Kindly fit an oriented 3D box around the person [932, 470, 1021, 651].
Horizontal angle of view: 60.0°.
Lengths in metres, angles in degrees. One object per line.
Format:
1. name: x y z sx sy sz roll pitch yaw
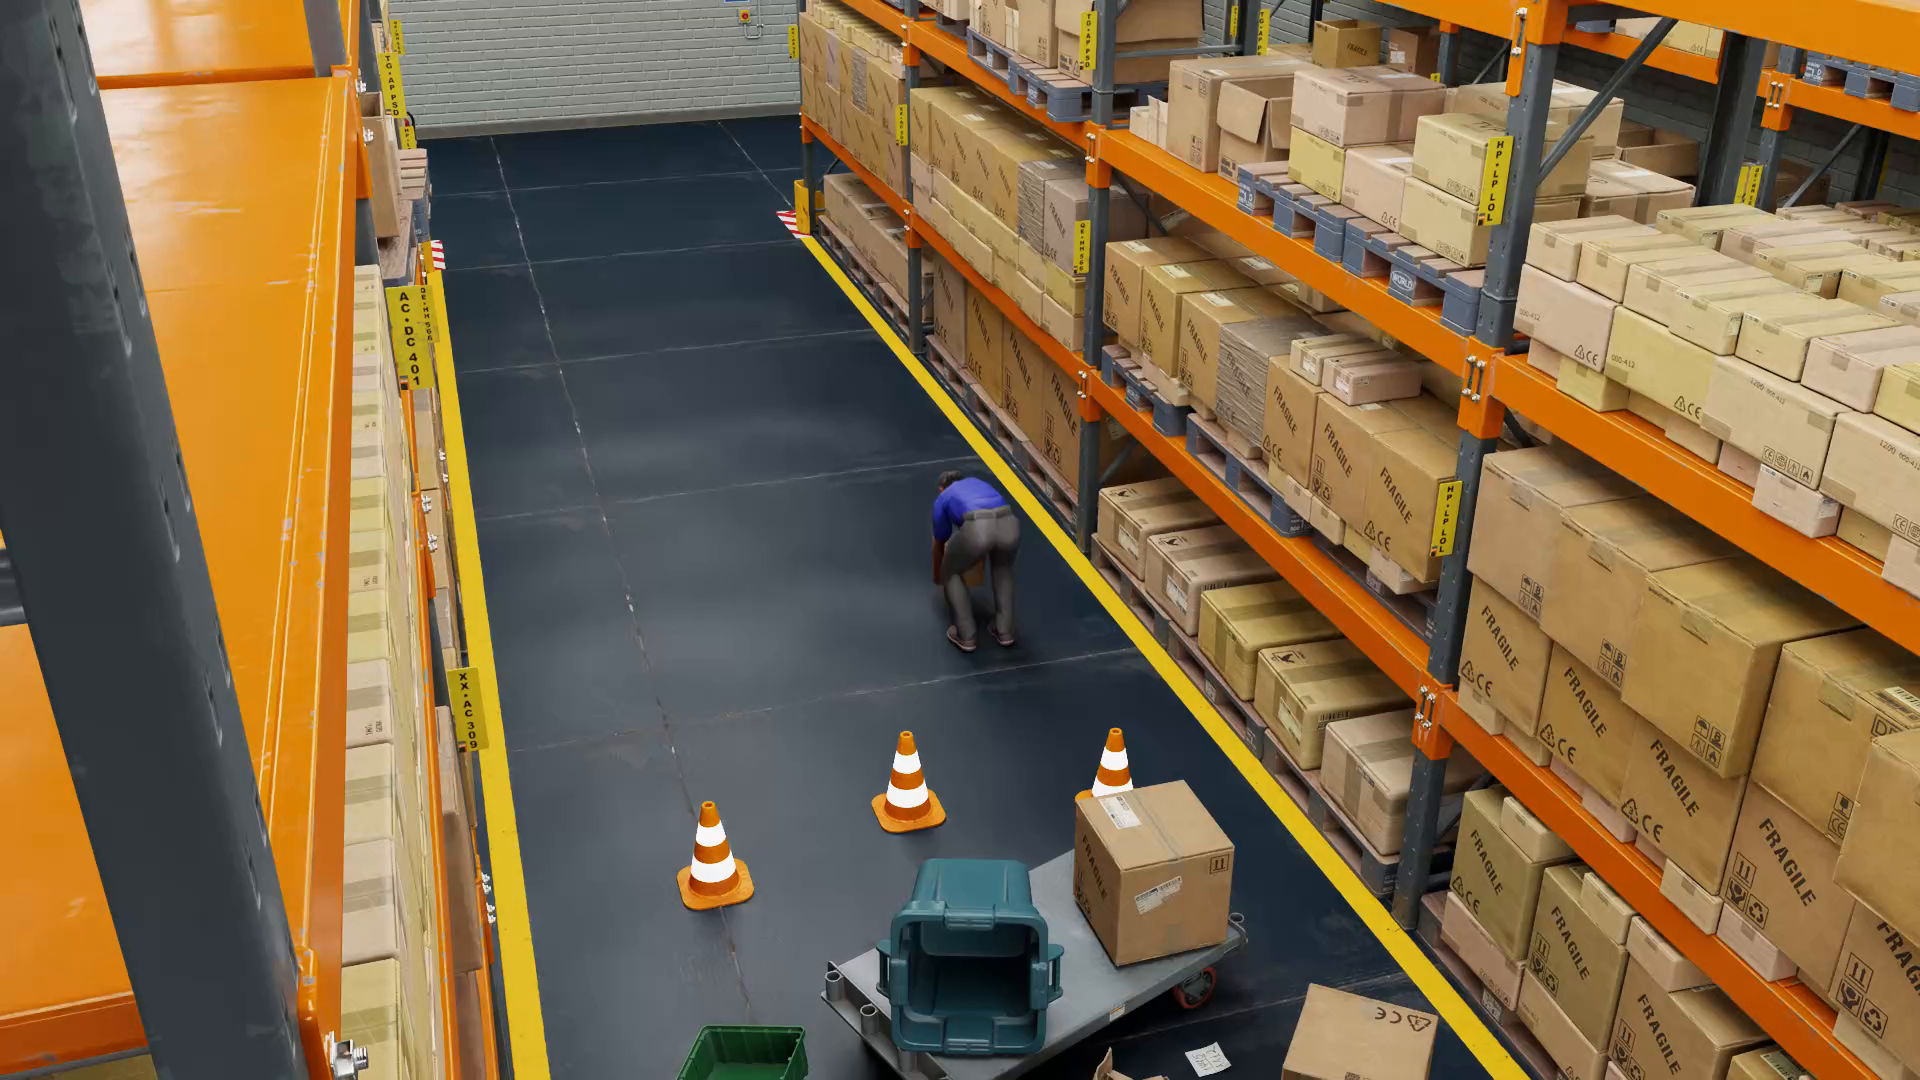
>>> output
1. person: 0.066 0.094 9.961 0.446 0.953 0.876 -9 28 -18
